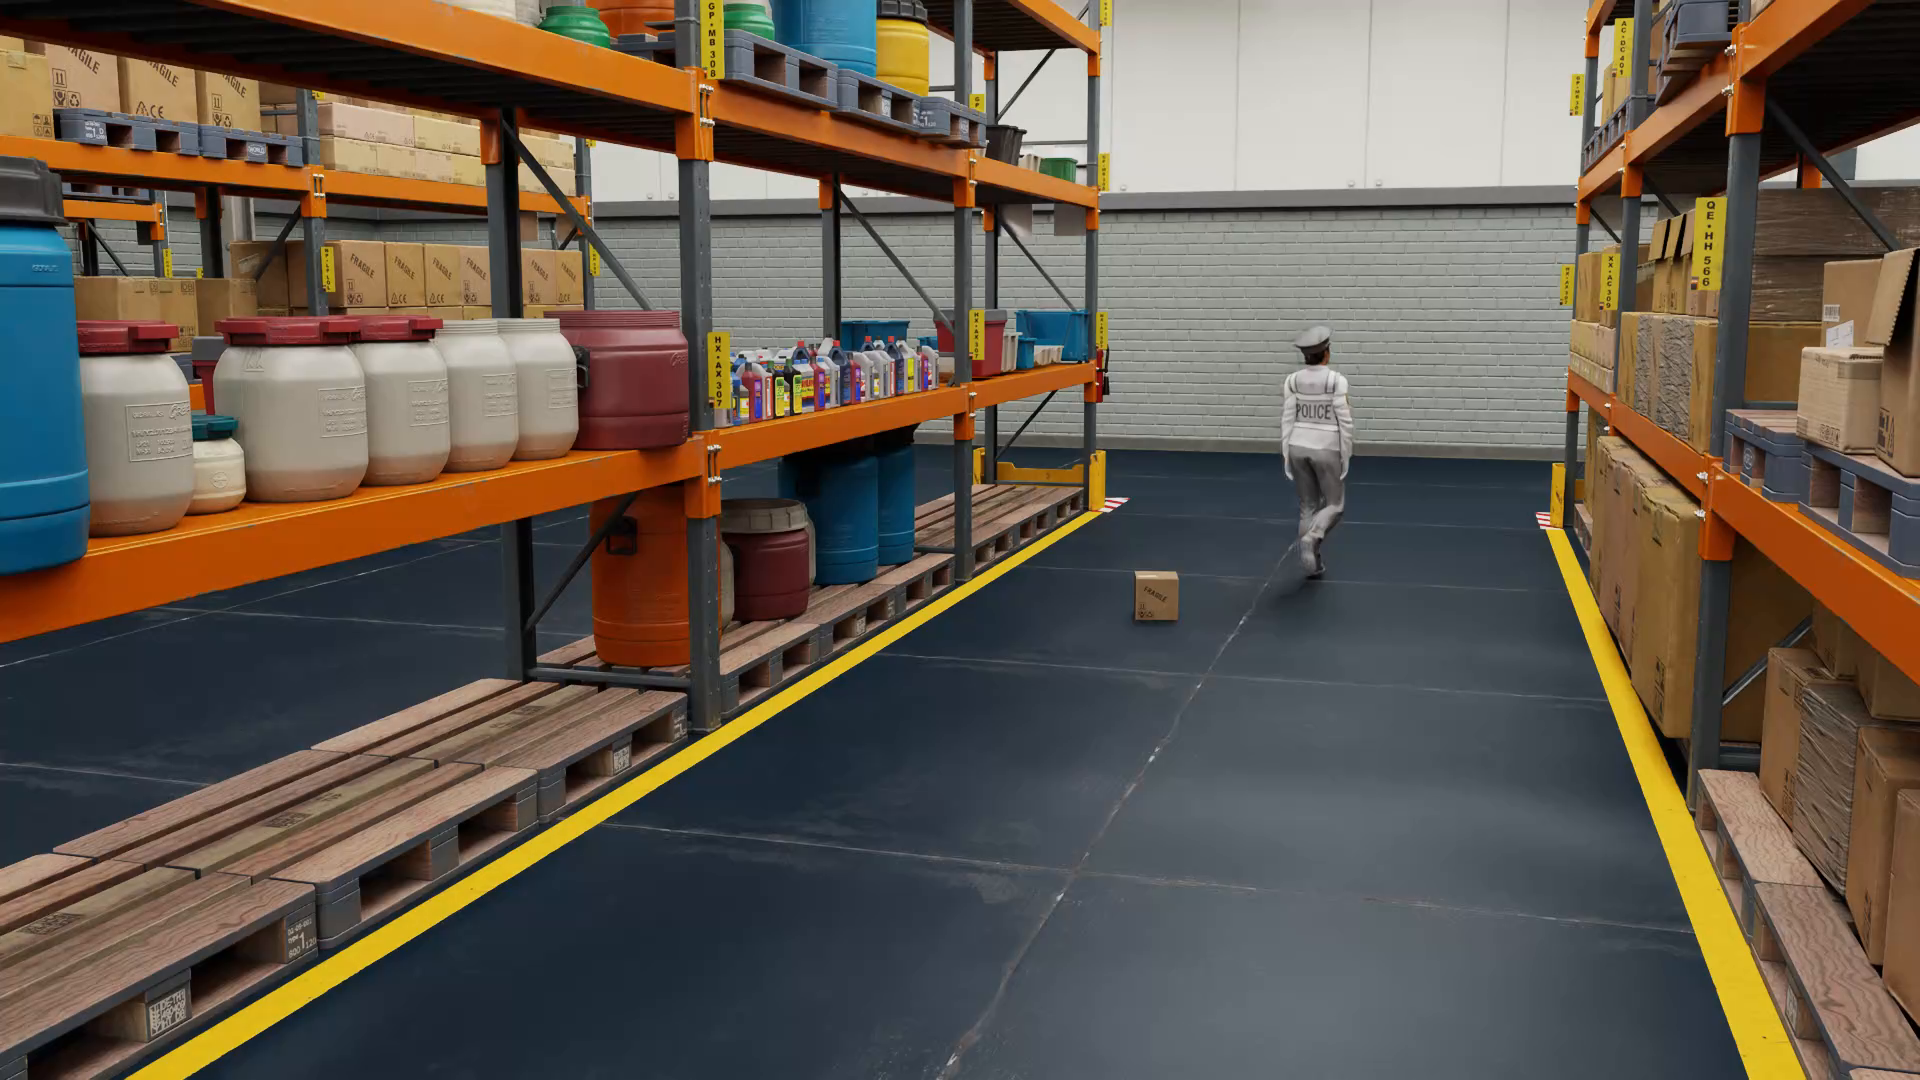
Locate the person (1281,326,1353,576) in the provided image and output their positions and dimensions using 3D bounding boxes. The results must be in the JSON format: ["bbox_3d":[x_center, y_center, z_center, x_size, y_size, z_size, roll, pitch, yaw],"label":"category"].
[{"bbox_3d":[2.351,-0.572,10.986,0.490,1.670,0.657,5,10,32],"label":"person"}]
